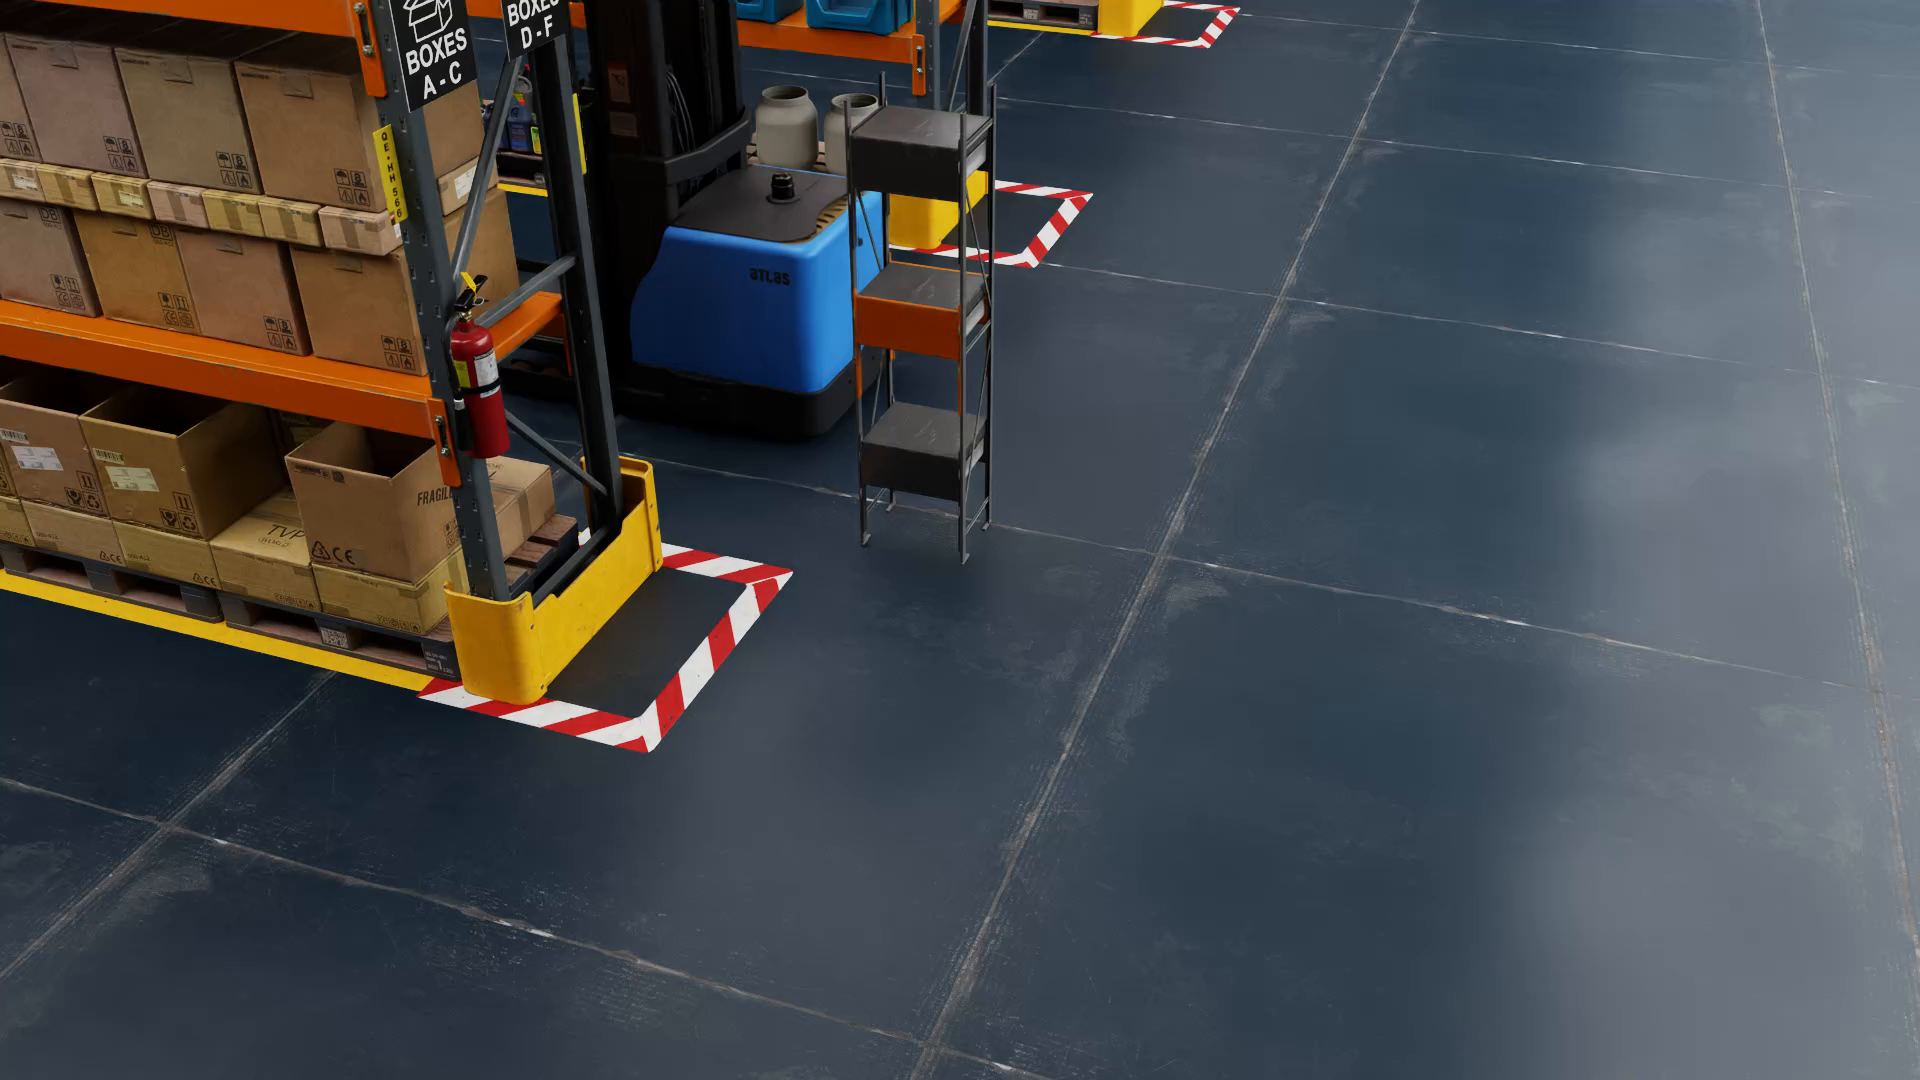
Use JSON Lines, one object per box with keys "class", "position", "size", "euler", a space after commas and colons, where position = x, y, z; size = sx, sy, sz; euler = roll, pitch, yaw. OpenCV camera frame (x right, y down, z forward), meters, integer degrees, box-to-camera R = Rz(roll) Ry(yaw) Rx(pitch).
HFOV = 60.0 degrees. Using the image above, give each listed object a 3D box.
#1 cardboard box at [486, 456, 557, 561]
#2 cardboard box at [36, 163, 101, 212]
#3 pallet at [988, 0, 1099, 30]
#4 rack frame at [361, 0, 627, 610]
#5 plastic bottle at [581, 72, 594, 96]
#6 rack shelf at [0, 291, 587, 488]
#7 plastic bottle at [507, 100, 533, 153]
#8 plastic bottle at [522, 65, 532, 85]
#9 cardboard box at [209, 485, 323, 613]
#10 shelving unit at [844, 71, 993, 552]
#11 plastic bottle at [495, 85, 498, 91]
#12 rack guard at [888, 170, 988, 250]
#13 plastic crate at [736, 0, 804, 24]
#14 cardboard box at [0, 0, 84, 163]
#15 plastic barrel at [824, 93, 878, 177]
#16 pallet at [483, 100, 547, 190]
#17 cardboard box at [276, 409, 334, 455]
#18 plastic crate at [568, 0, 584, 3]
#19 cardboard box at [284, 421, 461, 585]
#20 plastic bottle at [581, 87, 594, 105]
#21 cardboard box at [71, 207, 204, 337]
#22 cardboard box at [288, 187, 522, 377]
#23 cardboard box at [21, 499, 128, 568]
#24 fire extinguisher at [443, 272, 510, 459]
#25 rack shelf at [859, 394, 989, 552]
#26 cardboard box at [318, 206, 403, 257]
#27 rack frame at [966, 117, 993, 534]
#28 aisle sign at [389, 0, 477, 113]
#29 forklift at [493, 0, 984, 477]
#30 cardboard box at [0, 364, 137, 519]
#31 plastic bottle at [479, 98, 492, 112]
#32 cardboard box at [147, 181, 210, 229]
{"class": "cardboard box", "position": [-2.148, -0.148, 7.362], "size": [0.500, 0.250, 0.500], "euler": [11, 34, 16]}
{"class": "cardboard box", "position": [-3.361, -1.439, 6.523], "size": [0.250, 0.149, 0.380], "euler": [12, 35, 18]}
{"class": "pallet", "position": [0.803, -4.982, 15.272], "size": [1.213, 0.211, 1.003], "euler": [11, 34, 16]}
{"class": "rack frame", "position": [-1.718, -0.915, 6.402], "size": [0.127, 3.000, 1.000], "euler": [11, 34, 16]}
{"class": "plastic bottle", "position": [-2.621, -3.183, 11.951], "size": [0.185, 0.351, 0.144], "euler": [11, 34, 16]}
{"class": "rack shelf", "position": [-3.601, -0.979, 7.164], "size": [4.000, 0.370, 1.077], "euler": [11, 34, 16]}
{"class": "plastic bottle", "position": [-3.011, -2.854, 11.441], "size": [0.185, 0.351, 0.144], "euler": [10, 34, 14]}
{"class": "plastic bottle", "position": [-3.105, -3.277, 12.097], "size": [0.185, 0.351, 0.144], "euler": [10, 34, 15]}
{"class": "cardboard box", "position": [-2.797, 0.031, 7.085], "size": [0.500, 0.250, 0.500], "euler": [11, 34, 16]}
{"class": "shelving unit", "position": [-0.158, -0.913, 7.228], "size": [0.499, 2.100, 0.431], "euler": [11, 34, 16]}
{"class": "plastic bottle", "position": [-3.362, -3.278, 12.236], "size": [0.097, 0.201, 0.097], "euler": [0, 33, 0]}
{"class": "rack guard", "position": [-0.131, -2.384, 10.981], "size": [0.348, 0.500, 1.175], "euler": [11, 34, 16]}
{"class": "plastic crate", "position": [-1.225, -3.442, 10.453], "size": [0.408, 0.251, 0.499], "euler": [11, 34, 16]}
{"class": "cardboard box", "position": [-3.646, -1.881, 6.610], "size": [0.500, 0.500, 0.700], "euler": [11, 34, 17]}
{"class": "plastic barrel", "position": [-0.689, -2.657, 11.006], "size": [0.421, 0.512, 0.421], "euler": [0, 33, 0]}
{"class": "pallet", "position": [-3.191, -2.860, 11.985], "size": [1.213, 0.211, 1.003], "euler": [11, 34, 16]}
{"class": "cardboard box", "position": [-2.619, -0.554, 7.299], "size": [0.500, 0.500, 0.500], "euler": [11, 34, 16]}
{"class": "plastic crate", "position": [-2.626, -3.694, 10.902], "size": [0.662, 0.188, 0.450], "euler": [11, 34, 16]}
{"class": "cardboard box", "position": [-2.323, -0.198, 6.748], "size": [0.500, 0.500, 0.500], "euler": [11, 34, 16]}
{"class": "plastic bottle", "position": [-2.631, -3.098, 11.881], "size": [0.133, 0.283, 0.061], "euler": [11, 34, 16]}
{"class": "cardboard box", "position": [-3.115, -1.237, 6.808], "size": [0.500, 0.500, 0.700], "euler": [11, 35, 17]}
{"class": "cardboard box", "position": [-2.153, -1.049, 6.518], "size": [0.500, 0.500, 0.700], "euler": [11, 34, 16]}
{"class": "cardboard box", "position": [-3.739, -0.152, 7.368], "size": [0.500, 0.250, 0.500], "euler": [11, 34, 16]}
{"class": "fire extinguisher", "position": [-1.763, -0.624, 6.022], "size": [0.183, 0.674, 0.296], "euler": [11, 34, 16]}
{"class": "rack shelf", "position": [-0.156, -0.313, 7.614], "size": [0.480, 0.518, 0.431], "euler": [11, 34, 16]}
{"class": "cardboard box", "position": [-2.142, -1.203, 6.157], "size": [0.250, 0.149, 0.380], "euler": [10, 34, 16]}
{"class": "rack frame", "position": [0.074, -0.868, 7.159], "size": [0.006, 1.831, 0.380], "euler": [11, 34, 16]}
{"class": "aisle sign", "position": [-1.755, -1.846, 5.446], "size": [0.004, 0.787, 0.394], "euler": [11, 34, 16]}
{"class": "forklift", "position": [-1.575, -1.976, 8.108], "size": [4.045, 2.935, 1.782], "euler": [12, 35, 18]}
{"class": "cardboard box", "position": [-3.740, -0.466, 7.162], "size": [0.500, 0.500, 0.500], "euler": [11, 34, 16]}
{"class": "plastic bottle", "position": [-3.308, -2.947, 11.647], "size": [0.133, 0.283, 0.061], "euler": [11, 34, 16]}
{"class": "cardboard box", "position": [-2.866, -1.344, 6.375], "size": [0.250, 0.149, 0.380], "euler": [11, 35, 17]}
